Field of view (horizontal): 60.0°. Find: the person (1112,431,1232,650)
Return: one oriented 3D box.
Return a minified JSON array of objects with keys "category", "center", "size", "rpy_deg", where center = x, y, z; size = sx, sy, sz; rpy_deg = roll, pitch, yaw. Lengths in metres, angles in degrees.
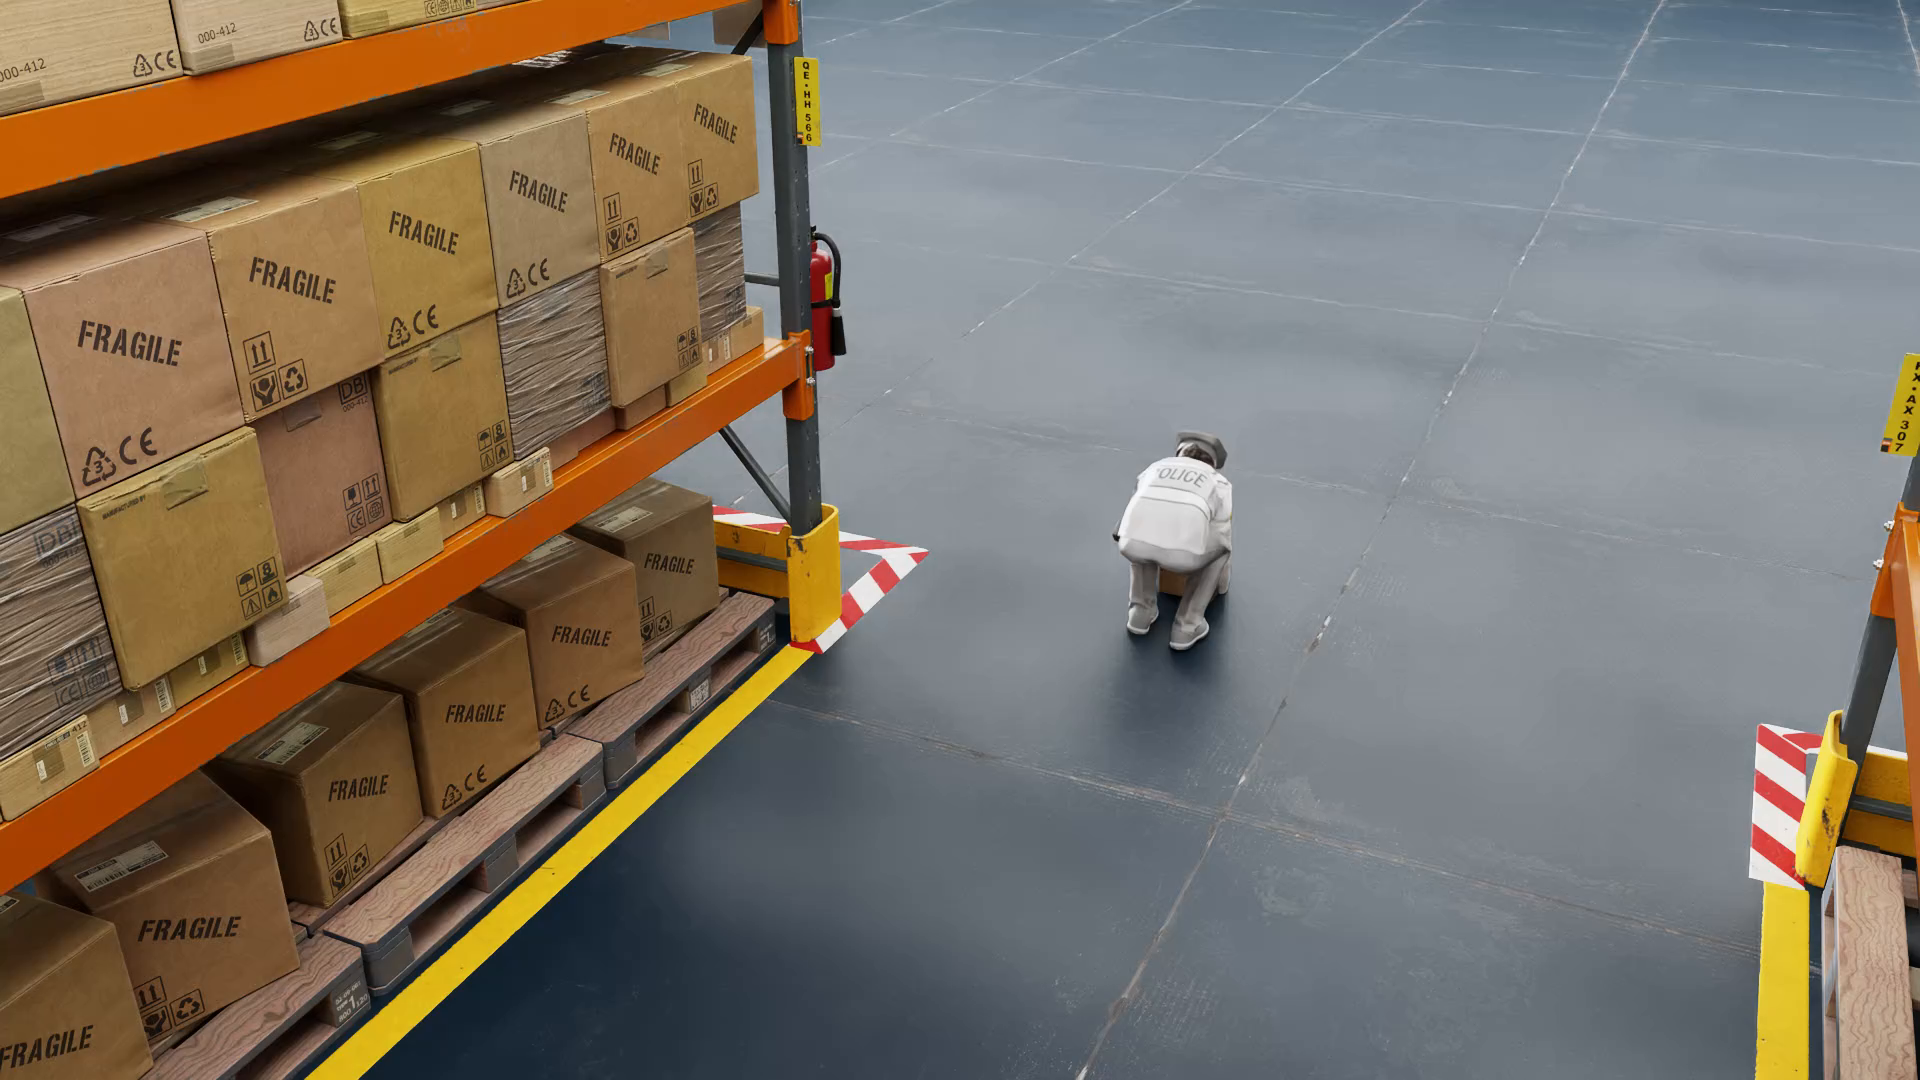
[{"category":"person","center":[0.939,0.006,7.156],"size":[0.448,0.761,0.914],"rpy_deg":[11,28,21]}]
